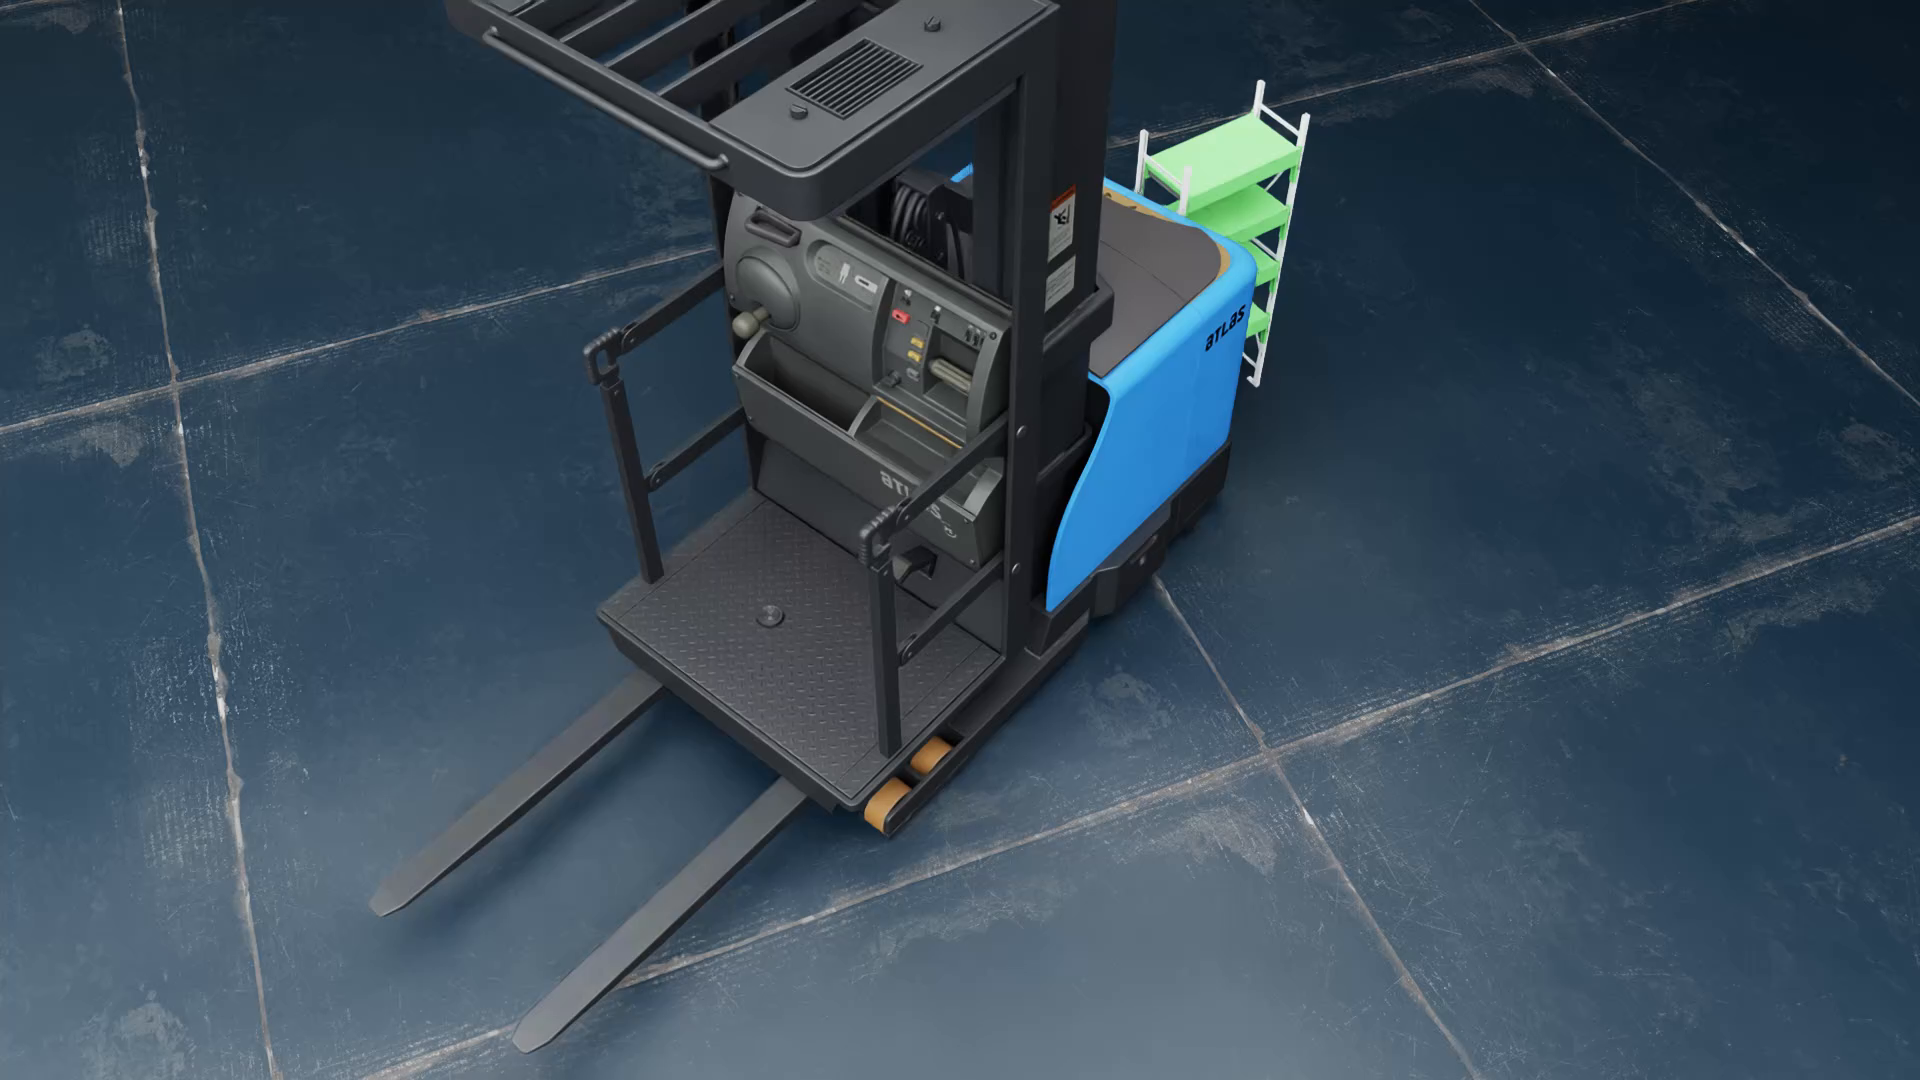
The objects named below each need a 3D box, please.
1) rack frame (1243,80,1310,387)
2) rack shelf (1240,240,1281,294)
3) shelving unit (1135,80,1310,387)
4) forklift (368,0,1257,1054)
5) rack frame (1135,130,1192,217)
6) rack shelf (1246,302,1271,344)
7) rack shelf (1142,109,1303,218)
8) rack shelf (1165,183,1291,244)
[{"bbox_3d":[1.051,-1.044,5.856,0.015,1.200,0.240,-27,55,-21],"label":"rack frame"},{"bbox_3d":[0.849,-0.899,5.815,0.480,0.148,0.258,-27,55,-21],"label":"rack shelf"},{"bbox_3d":[0.849,-0.940,5.767,0.503,1.200,0.258,-27,55,-21],"label":"shelving unit"},{"bbox_3d":[-0.405,-0.515,4.260,1.130,2.935,3.031,33,57,25],"label":"forklift"},{"bbox_3d":[0.647,-0.837,5.678,0.015,1.200,0.240,-27,55,-21],"label":"rack frame"},{"bbox_3d":[0.849,-0.742,5.997,0.480,0.148,0.258,-27,55,-21],"label":"rack shelf"},{"bbox_3d":[0.849,-1.212,5.451,0.480,0.148,0.258,-27,55,-21],"label":"rack shelf"},{"bbox_3d":[0.849,-1.055,5.633,0.480,0.148,0.258,-27,55,-21],"label":"rack shelf"}]
